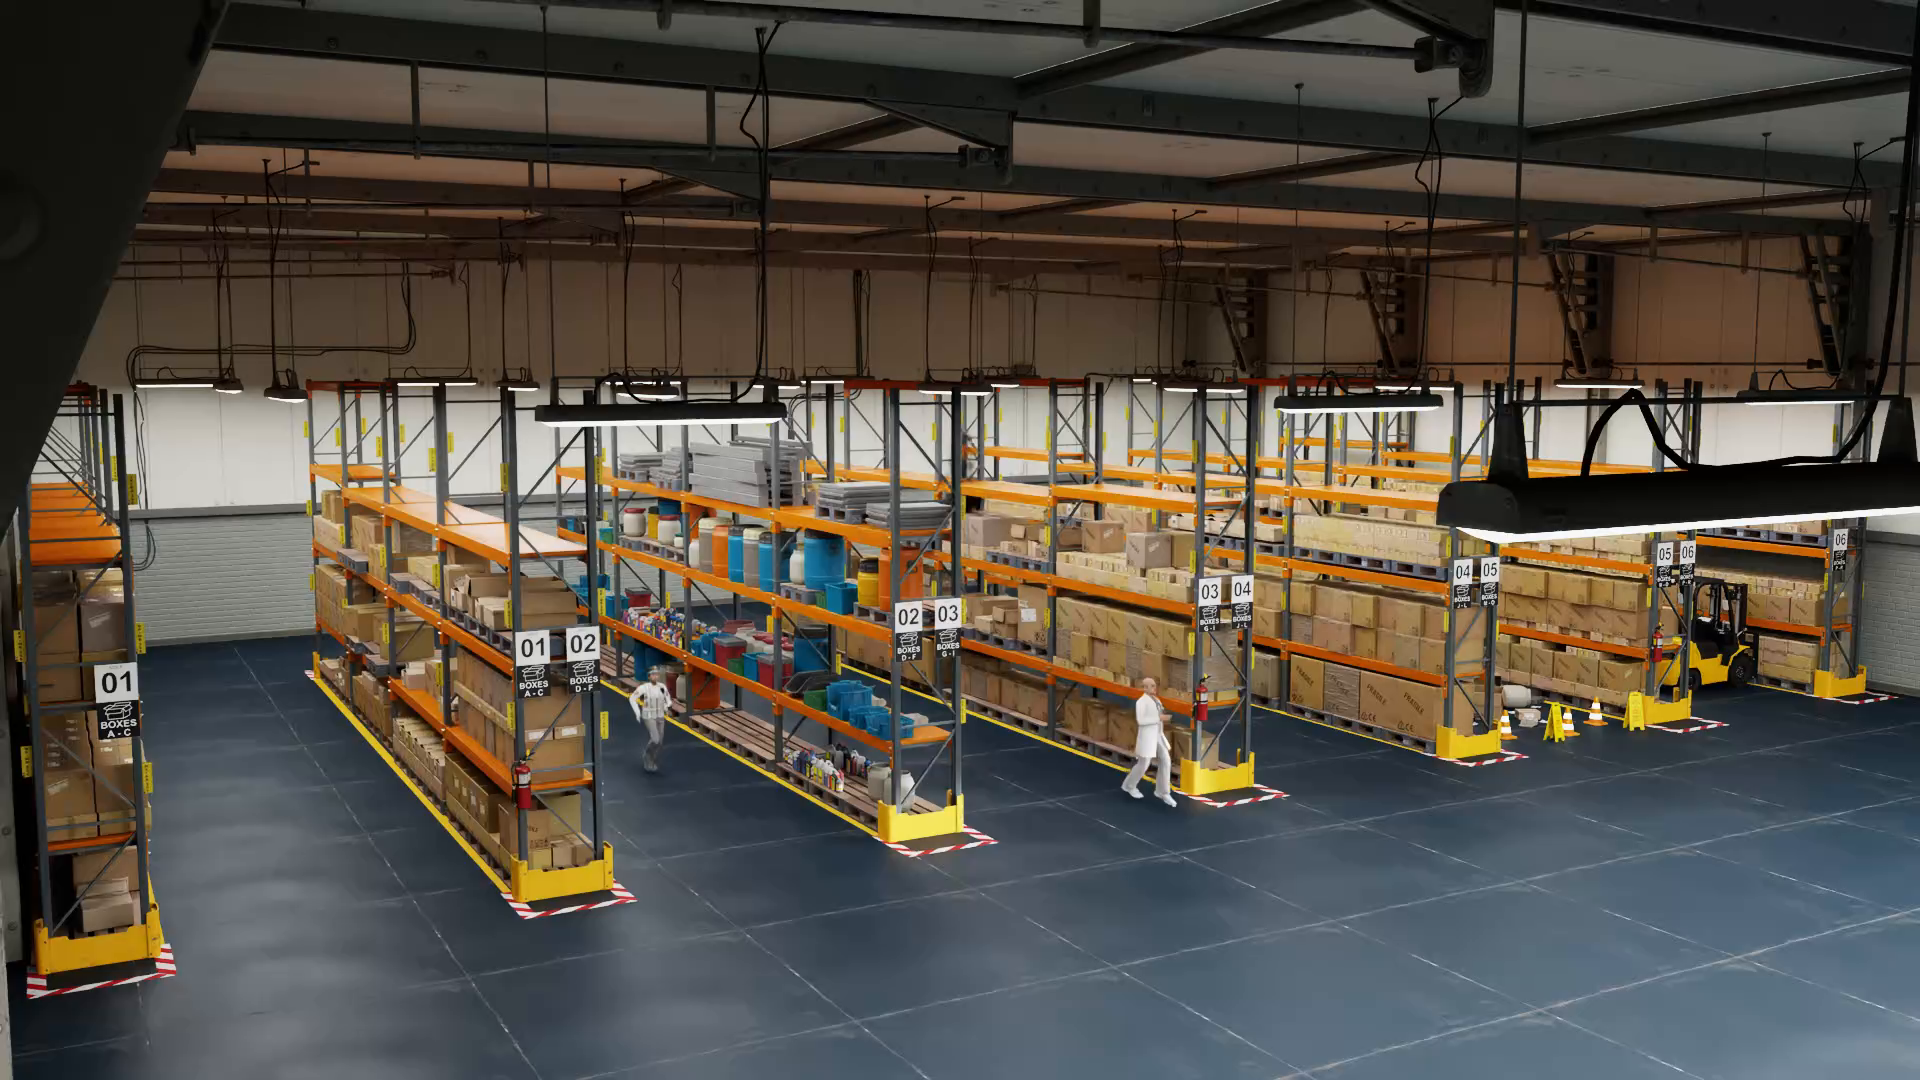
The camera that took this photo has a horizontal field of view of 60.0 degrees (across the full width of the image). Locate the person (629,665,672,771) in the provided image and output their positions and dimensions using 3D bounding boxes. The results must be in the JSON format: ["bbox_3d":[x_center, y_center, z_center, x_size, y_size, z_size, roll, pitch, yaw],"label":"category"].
[{"bbox_3d":[-4.716,2.763,25.687,0.593,1.655,0.616,-5,8,-38],"label":"person"}]

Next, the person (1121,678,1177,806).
[{"bbox_3d":[2.719,2.893,23.942,0.847,1.832,0.692,5,8,39],"label":"person"}]

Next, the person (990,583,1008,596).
[{"bbox_3d":[1.014,1.043,42.095,0.801,1.643,0.703,2,6,20],"label":"person"}]
